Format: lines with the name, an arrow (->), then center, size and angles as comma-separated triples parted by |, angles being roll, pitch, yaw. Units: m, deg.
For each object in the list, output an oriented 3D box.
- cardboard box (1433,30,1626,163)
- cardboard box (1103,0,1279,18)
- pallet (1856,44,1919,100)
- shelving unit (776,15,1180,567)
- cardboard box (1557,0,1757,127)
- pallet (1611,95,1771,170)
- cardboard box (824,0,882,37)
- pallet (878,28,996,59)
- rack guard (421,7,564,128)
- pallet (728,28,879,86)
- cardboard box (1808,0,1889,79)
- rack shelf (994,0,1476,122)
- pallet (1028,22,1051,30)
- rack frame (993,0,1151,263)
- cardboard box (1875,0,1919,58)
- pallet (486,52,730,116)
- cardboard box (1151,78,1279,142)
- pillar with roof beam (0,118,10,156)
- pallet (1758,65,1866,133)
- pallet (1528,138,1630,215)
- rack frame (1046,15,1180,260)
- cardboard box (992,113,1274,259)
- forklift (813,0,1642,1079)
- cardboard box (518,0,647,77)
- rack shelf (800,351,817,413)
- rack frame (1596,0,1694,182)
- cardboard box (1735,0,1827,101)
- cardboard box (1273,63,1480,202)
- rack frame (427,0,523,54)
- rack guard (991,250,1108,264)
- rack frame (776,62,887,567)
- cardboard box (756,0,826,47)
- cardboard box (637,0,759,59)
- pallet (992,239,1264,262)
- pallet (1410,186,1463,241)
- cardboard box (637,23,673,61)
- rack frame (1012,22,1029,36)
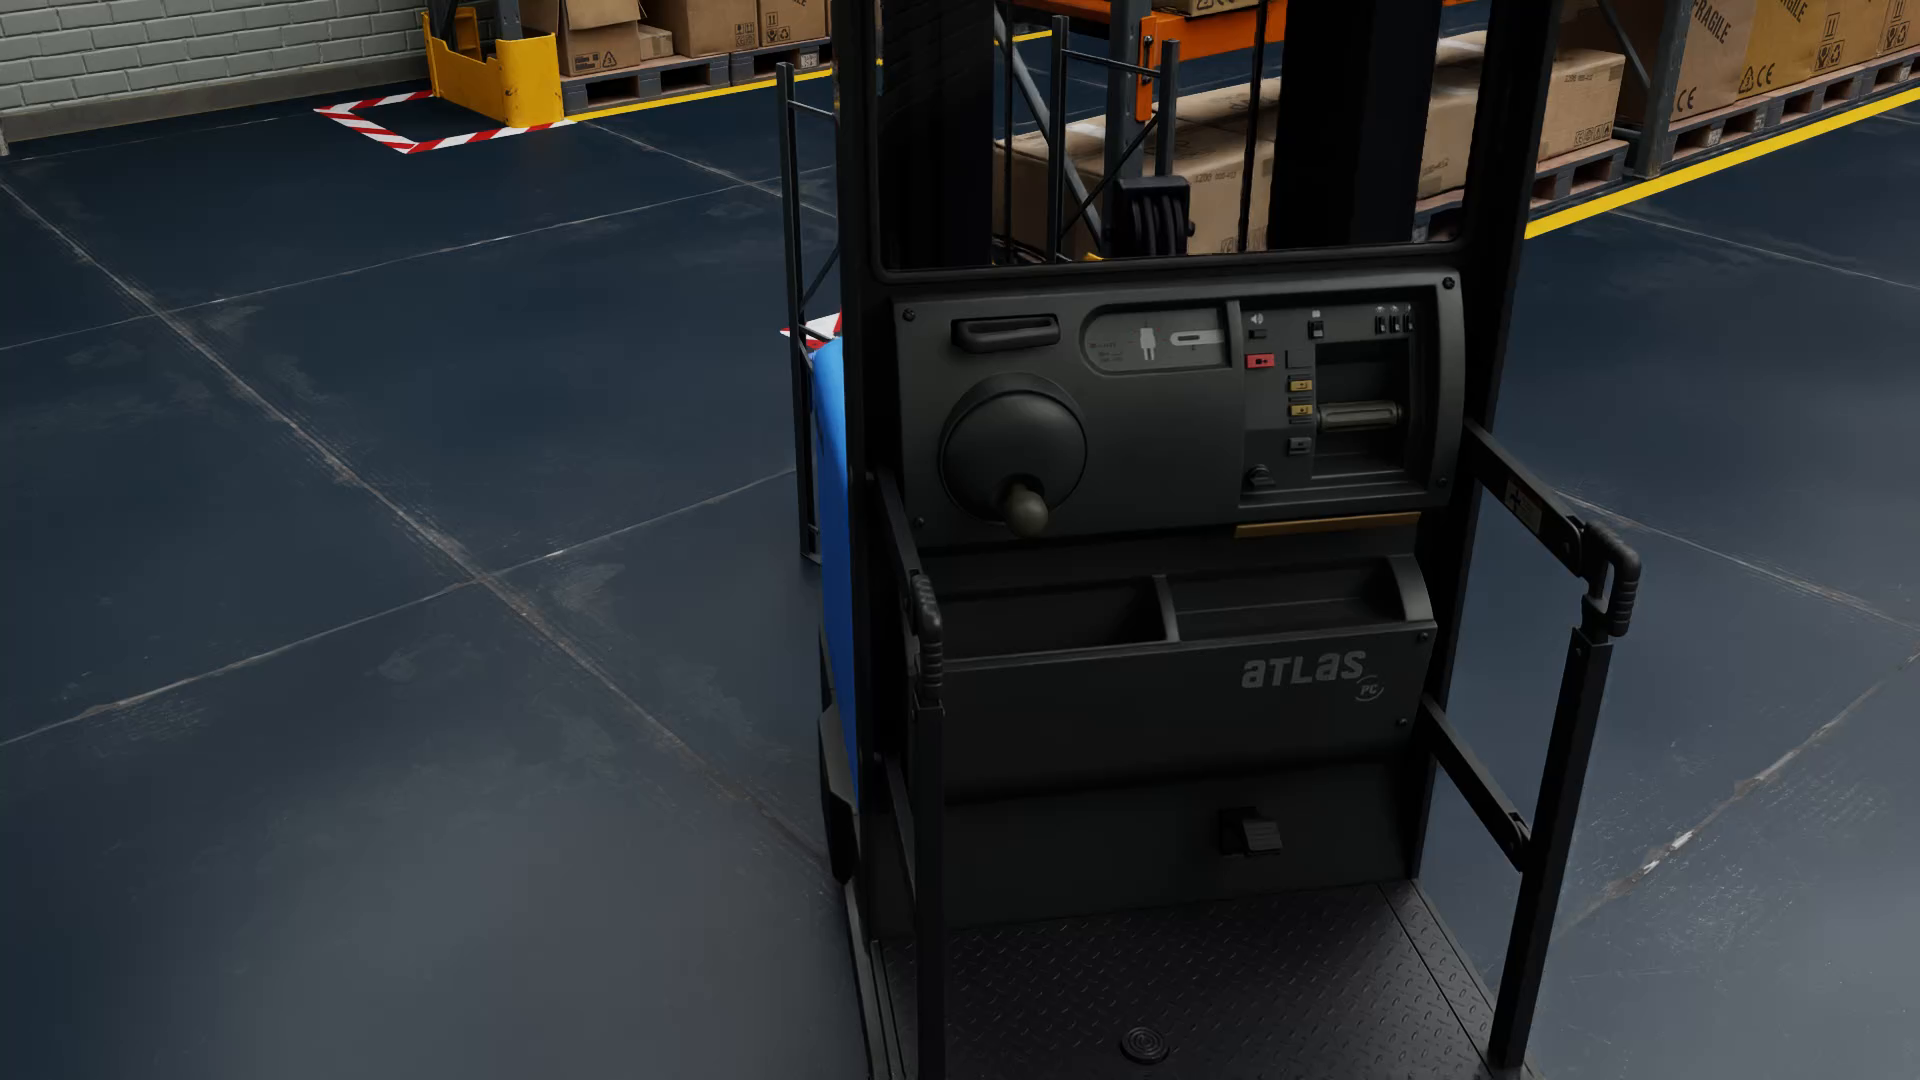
cardboard box -> 2.809, -2.317, 8.676 | 0.875, 0.438, 0.875 | -22, 35, -36
cardboard box -> 0.865, -2.280, 6.227 | 0.500, 0.500, 0.500 | -22, 35, -35
pallet -> 5.751, -3.195, 11.004 | 1.213, 0.211, 1.003 | -22, 35, -35
shelving unit -> 0.065, -0.688, 4.945 | 1.048, 1.500, 0.538 | -22, 35, -35
cardboard box -> 3.776, -2.882, 9.269 | 0.875, 0.875, 0.875 | -21, 34, -33
pallet -> 3.894, -2.448, 9.608 | 1.213, 0.211, 1.003 | -22, 35, -35
cardboard box -> -0.919, -3.771, 11.331 | 0.500, 0.500, 0.700 | -23, 36, -37
pallet -> -0.391, -3.754, 12.051 | 1.213, 0.211, 1.003 | -22, 35, -35
rack guard -> -2.853, -2.891, 10.129 | 0.348, 0.500, 1.175 | -22, 35, -35
pallet -> -1.320, -3.379, 11.349 | 1.213, 0.211, 1.003 | -22, 35, -35
cardboard box -> 5.139, -3.434, 10.302 | 0.875, 0.875, 0.875 | -21, 35, -34
rack shelf -> 1.835, -2.486, 7.483 | 4.000, 0.370, 1.077 | -22, 35, -35
pallet -> 0.726, -4.226, 12.935 | 1.213, 0.211, 1.003 | -22, 35, -35
rack frame -> 0.313, -2.192, 6.168 | 0.127, 3.000, 1.000 | -22, 35, -35
cardboard box -> 5.820, -3.705, 10.810 | 0.875, 0.875, 0.875 | -22, 35, -35
pallet -> -2.247, -3.008, 10.654 | 1.213, 0.211, 1.003 | -22, 35, -35
cardboard box -> 1.441, -1.768, 7.648 | 0.875, 0.438, 0.875 | -21, 34, -34
pillar with roof beam -> -2.753, -4.571, 4.256 | 0.400, 9.000, 9.100 | -22, 35, -35
pallet -> 4.823, -2.824, 10.310 | 1.213, 0.211, 1.003 | -22, 35, -35
pallet -> 2.727, -1.981, 8.733 | 1.213, 0.211, 1.003 | -22, 35, -35
rack frame -> 0.452, -0.843, 5.236 | 0.032, 1.500, 0.500 | -22, 35, -35
cardboard box -> 0.751, -1.485, 7.118 | 0.875, 0.438, 0.875 | -23, 36, -37
forklift -> 0.398, -0.178, 2.474 | 1.130, 2.935, 3.031 | -5, 28, -8
cardboard box -> -2.384, -3.208, 10.273 | 0.637, 0.503, 0.797 | -24, 36, -37
rack shelf -> 0.065, -0.529, 5.030 | 1.000, 0.185, 0.538 | -22, 35, -35
rack frame -> 3.356, -3.415, 8.458 | 0.127, 3.000, 1.000 | -22, 35, -35
cardboard box -> 4.458, -3.161, 9.791 | 0.875, 0.875, 0.875 | -21, 34, -34
cardboard box -> 2.128, -2.043, 8.163 | 0.875, 0.438, 0.875 | -23, 36, -36
rack frame -> -2.911, -3.970, 9.497 | 0.127, 3.000, 1.000 | -22, 35, -35
rack guard -> 0.295, -1.082, 6.744 | 0.348, 0.500, 1.175 | -22, 35, -35
rack frame -> -0.322, -0.532, 4.654 | 0.032, 1.500, 0.500 | -22, 35, -35
cardboard box -> -1.242, -3.580, 10.972 | 0.500, 0.500, 0.500 | -21, 35, -34
cardboard box -> -1.709, -3.454, 10.737 | 0.500, 0.500, 0.700 | -20, 34, -33
pallet -> 0.871, -1.234, 7.336 | 1.213, 0.211, 1.003 | -22, 35, -35
pallet -> 1.798, -1.606, 8.031 | 1.213, 0.211, 1.003 | -22, 35, -35
cardboard box -> -2.036, -3.167, 10.573 | 0.250, 0.149, 0.380 | -24, 36, -37
rack frame -> 0.132, -5.194, 11.786 | 0.127, 3.000, 1.000 | -22, 35, -35
